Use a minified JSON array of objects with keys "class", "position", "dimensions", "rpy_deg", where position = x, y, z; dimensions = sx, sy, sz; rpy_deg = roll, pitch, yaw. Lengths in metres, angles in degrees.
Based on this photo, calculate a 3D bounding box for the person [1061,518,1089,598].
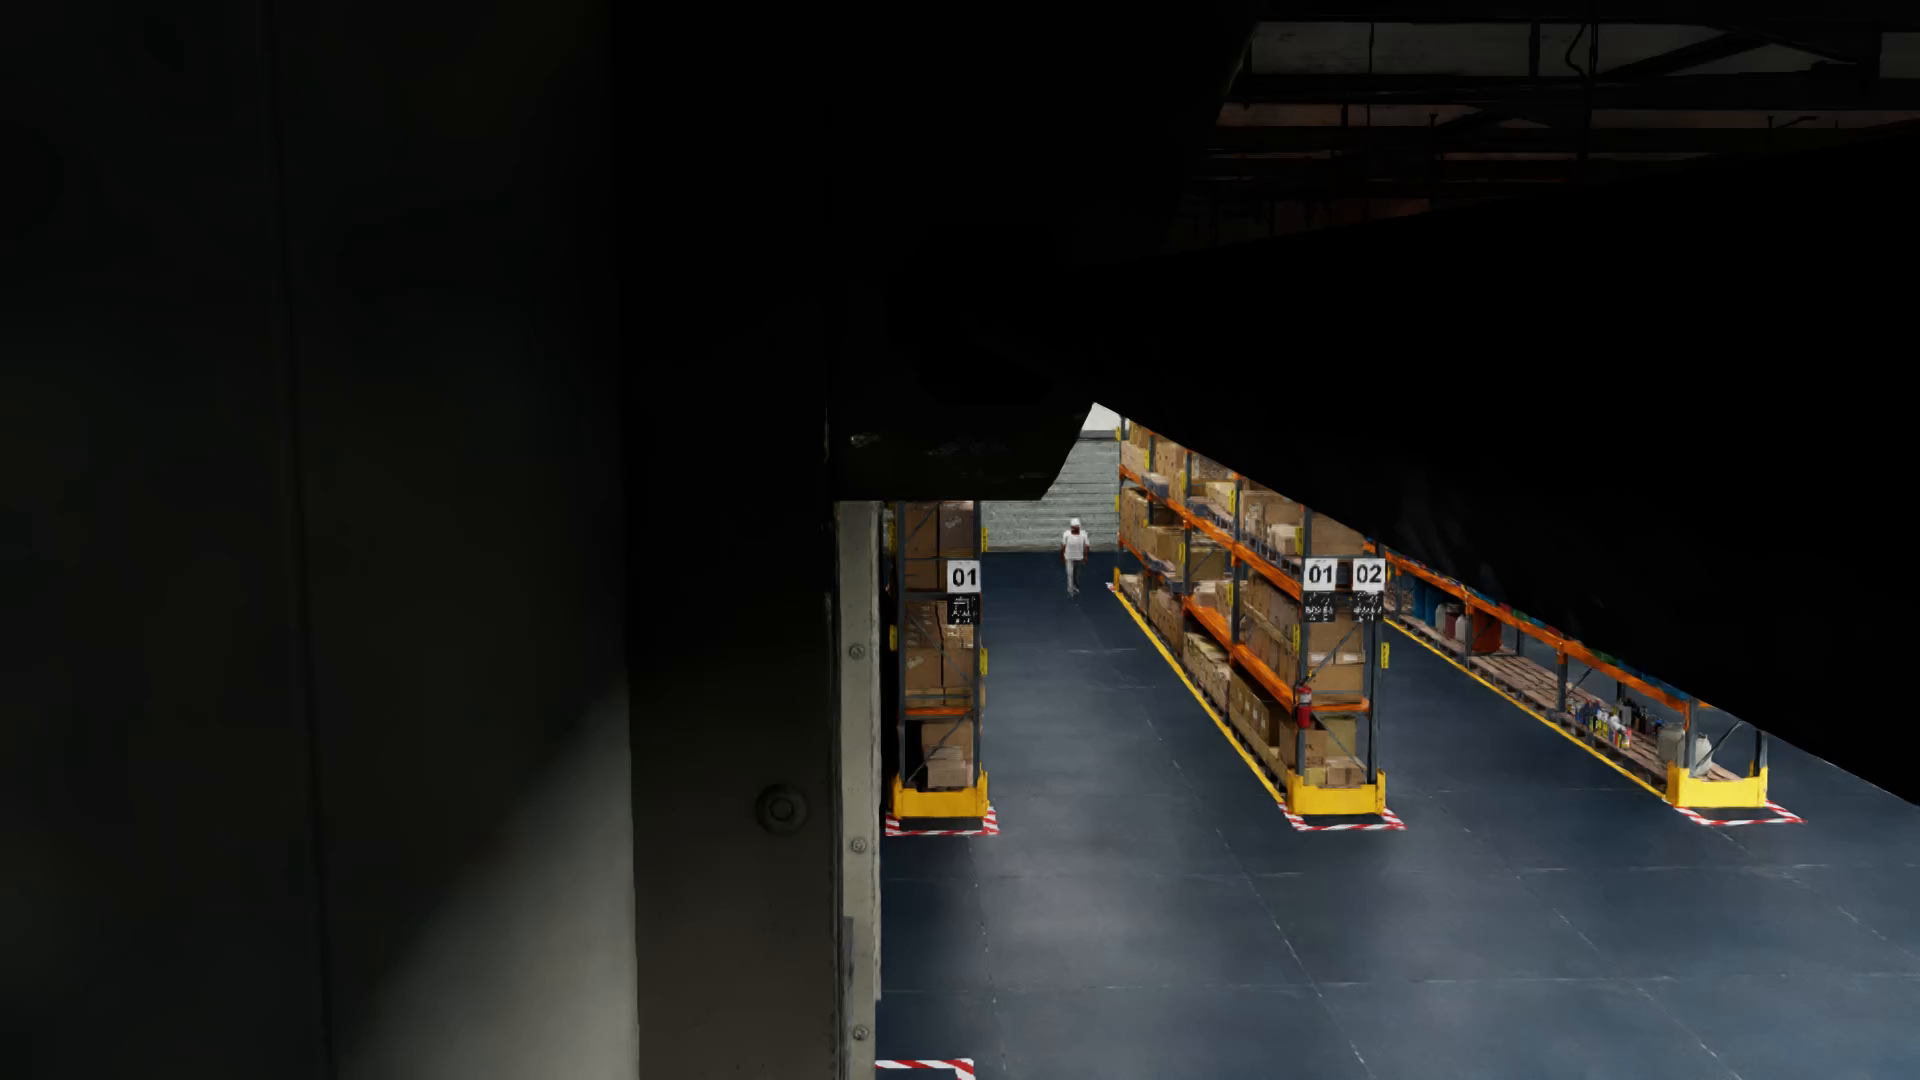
[{"class":"person","position":[2.479,0.357,35.666],"dimensions":[0.575,1.689,1.128],"rpy_deg":[-1,8,-5]}]
